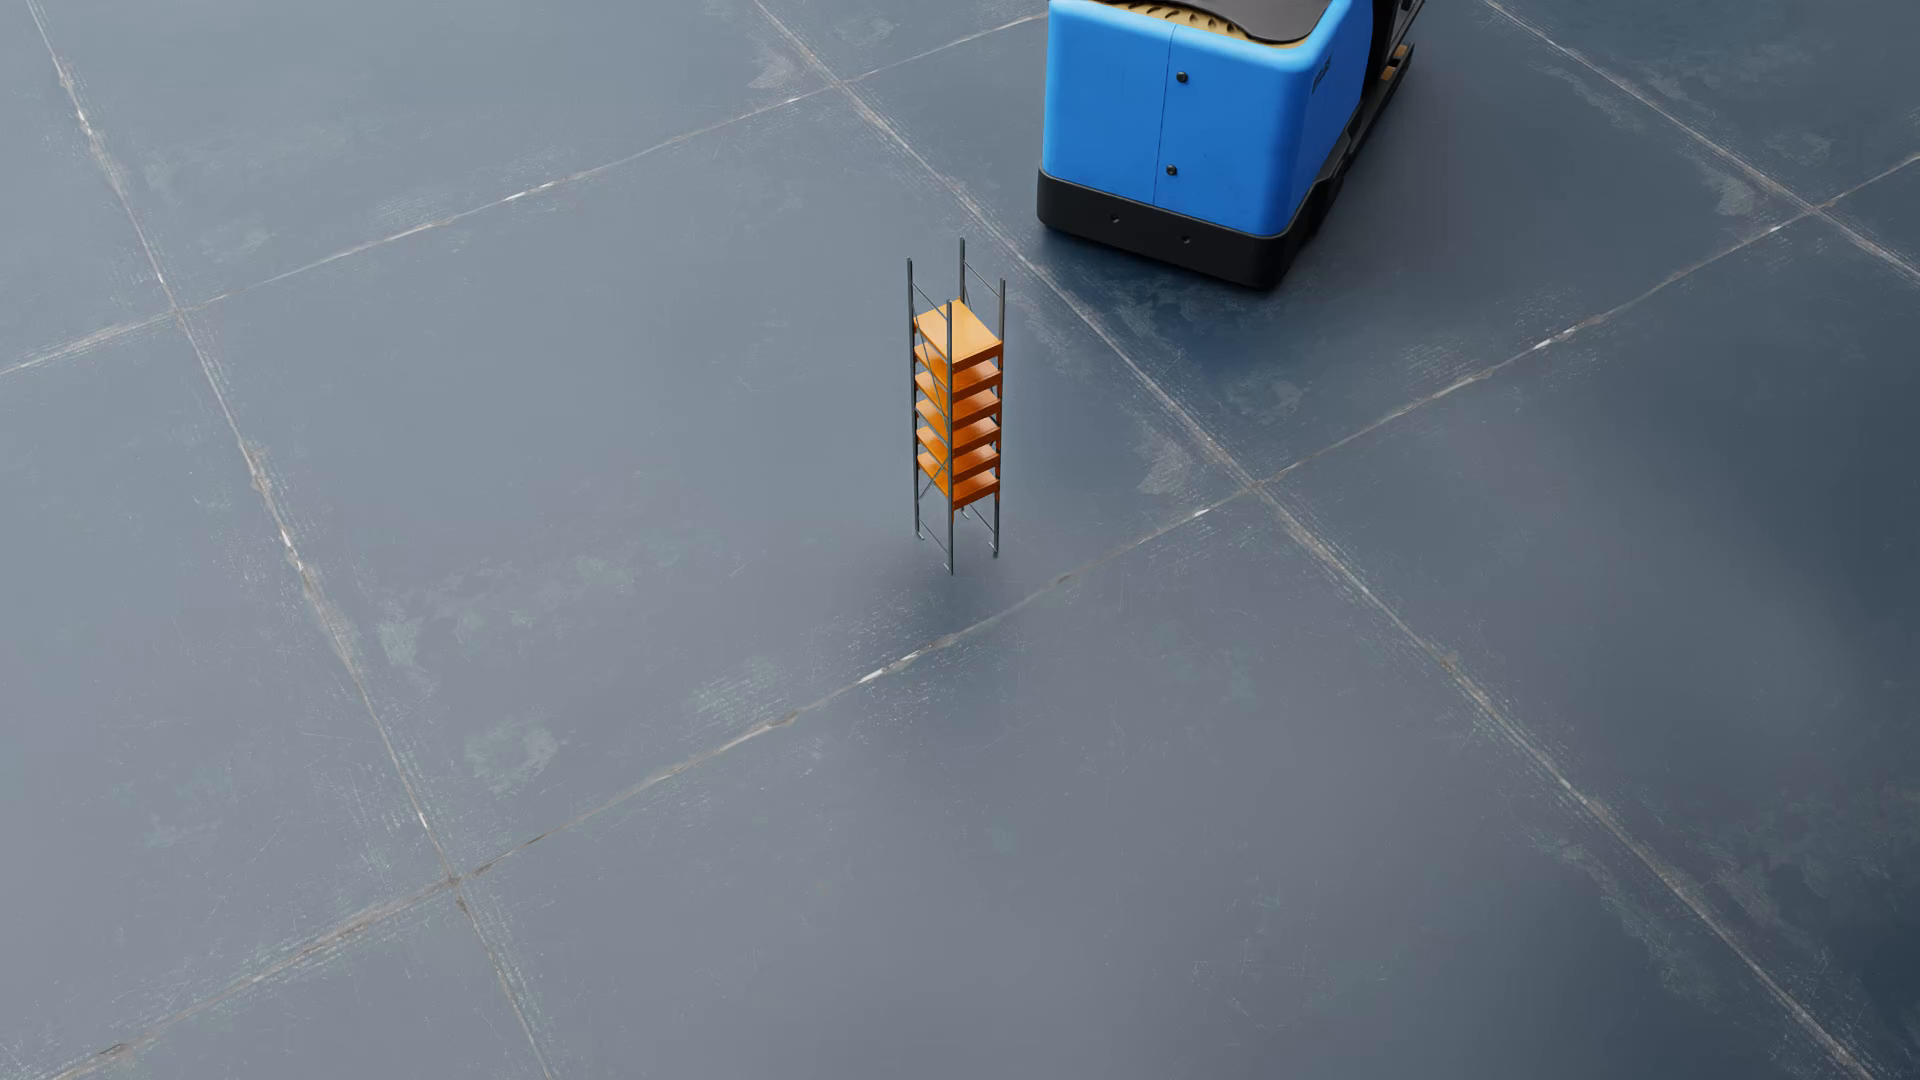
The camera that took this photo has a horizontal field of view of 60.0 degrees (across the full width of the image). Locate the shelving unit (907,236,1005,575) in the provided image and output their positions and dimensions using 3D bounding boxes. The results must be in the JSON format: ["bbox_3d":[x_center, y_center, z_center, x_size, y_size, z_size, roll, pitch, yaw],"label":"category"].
[{"bbox_3d":[-0.012,-0.393,5.297,0.189,1.200,0.258,-25,53,-21],"label":"shelving unit"}]

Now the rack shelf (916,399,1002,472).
[{"bbox_3d":[-0.012,-0.364,5.330,0.180,0.103,0.258,-25,53,-21],"label":"rack shelf"}]

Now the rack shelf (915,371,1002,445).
[{"bbox_3d":[-0.012,-0.444,5.240,0.180,0.103,0.258,-25,53,-21],"label":"rack shelf"}]

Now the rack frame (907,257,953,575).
[{"bbox_3d":[-0.090,-0.357,5.264,0.006,1.200,0.240,-25,53,-21],"label":"rack frame"}]

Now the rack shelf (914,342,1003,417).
[{"bbox_3d":[-0.012,-0.523,5.151,0.180,0.103,0.258,-25,53,-21],"label":"rack shelf"}]

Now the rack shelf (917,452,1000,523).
[{"bbox_3d":[-0.012,-0.204,5.509,0.180,0.103,0.258,-25,53,-21],"label":"rack shelf"}]

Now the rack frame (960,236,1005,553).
[{"bbox_3d":[0.065,-0.430,5.329,0.006,1.200,0.240,-25,53,-21],"label":"rack frame"}]

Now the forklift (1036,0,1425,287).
[{"bbox_3d":[1.417,-3.080,6.531,1.130,2.935,3.031,20,51,17],"label":"forklift"}]

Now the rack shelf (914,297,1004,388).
[{"bbox_3d":[-0.012,-0.603,5.061,0.180,0.103,0.258,-25,53,-21],"label":"rack shelf"}]

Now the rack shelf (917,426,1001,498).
[{"bbox_3d":[-0.012,-0.284,5.420,0.180,0.103,0.258,-25,53,-21],"label":"rack shelf"}]
